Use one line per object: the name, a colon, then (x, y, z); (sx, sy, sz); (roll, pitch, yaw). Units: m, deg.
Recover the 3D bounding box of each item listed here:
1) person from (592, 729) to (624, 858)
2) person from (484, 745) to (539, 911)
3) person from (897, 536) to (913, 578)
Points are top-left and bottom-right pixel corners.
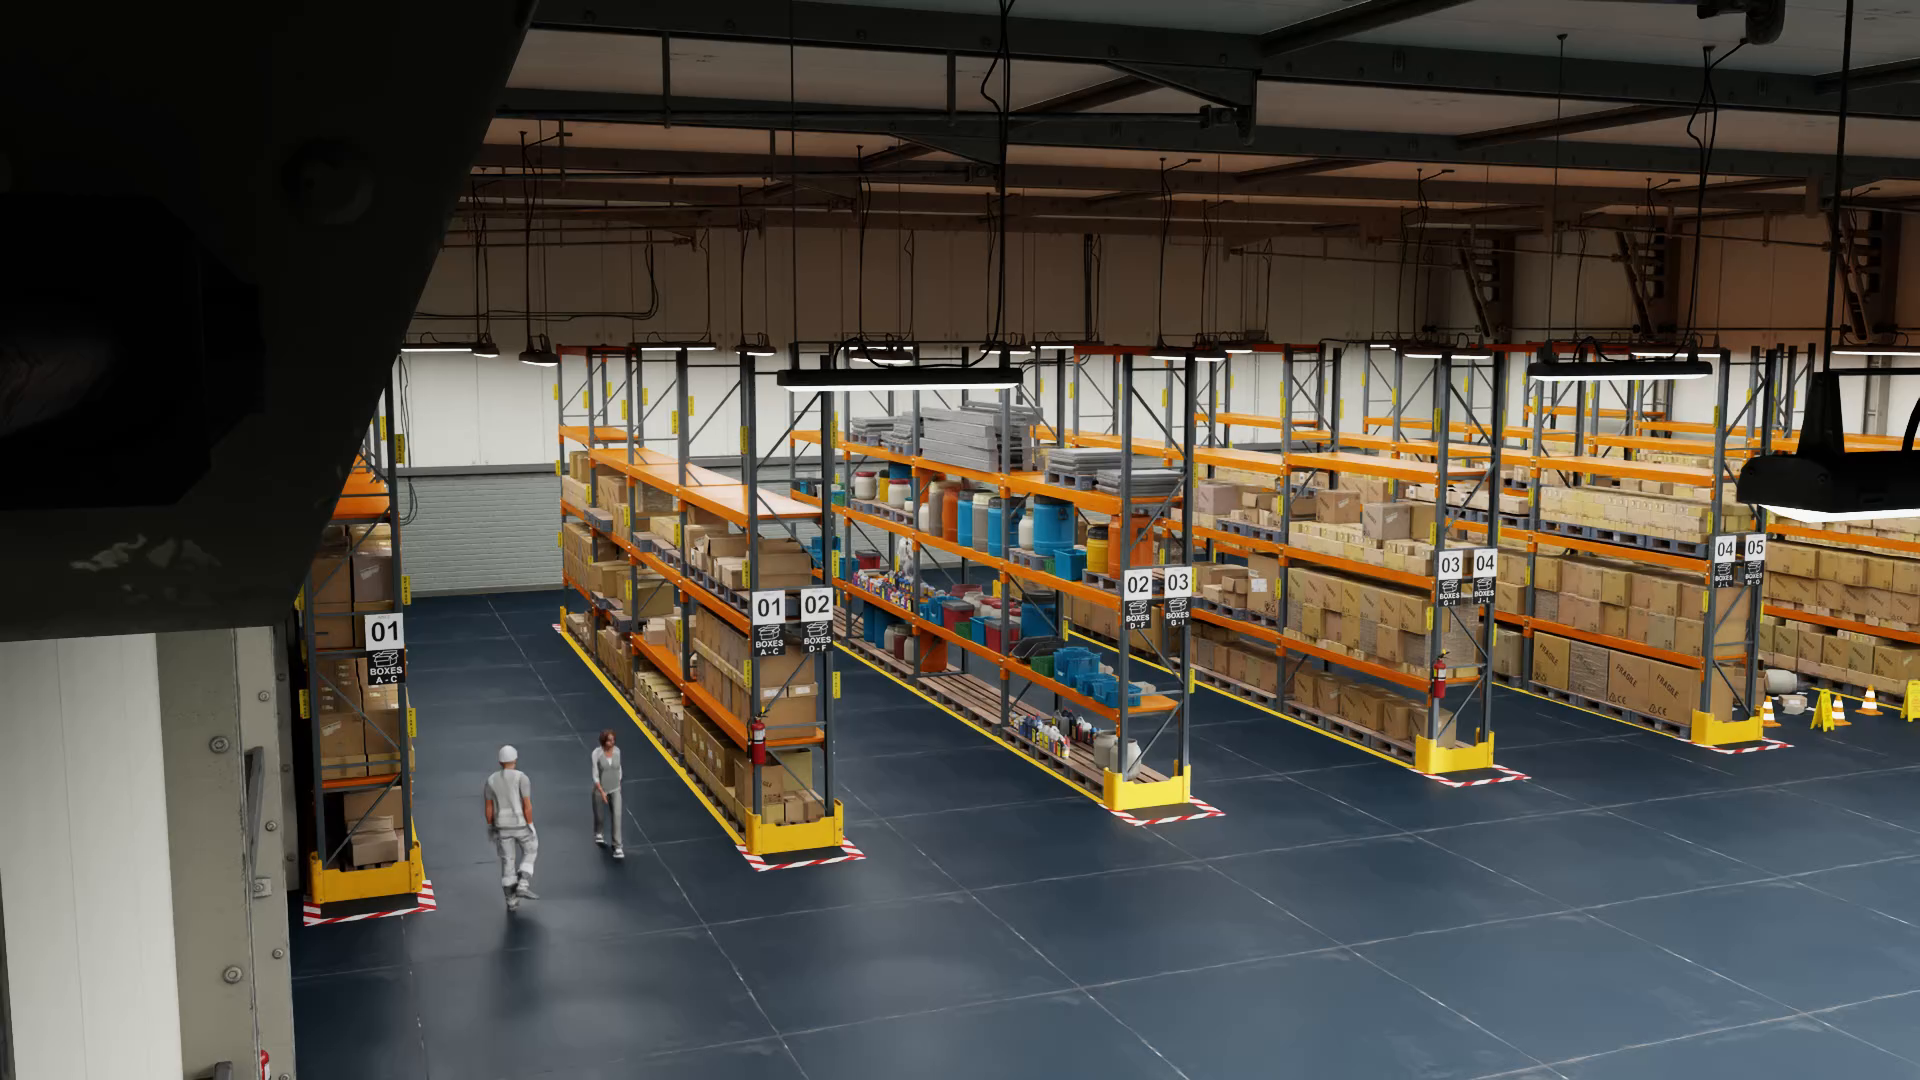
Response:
person: (-4.238, 3.027, 20.078); (0.398, 1.506, 1.028); (-3, 8, -23)
person: (-4.911, 3.139, 18.185); (0.571, 1.779, 0.503); (0, 7, -3)
person: (-1.225, 0.483, 39.516); (0.898, 1.647, 0.472); (-5, 9, -34)
